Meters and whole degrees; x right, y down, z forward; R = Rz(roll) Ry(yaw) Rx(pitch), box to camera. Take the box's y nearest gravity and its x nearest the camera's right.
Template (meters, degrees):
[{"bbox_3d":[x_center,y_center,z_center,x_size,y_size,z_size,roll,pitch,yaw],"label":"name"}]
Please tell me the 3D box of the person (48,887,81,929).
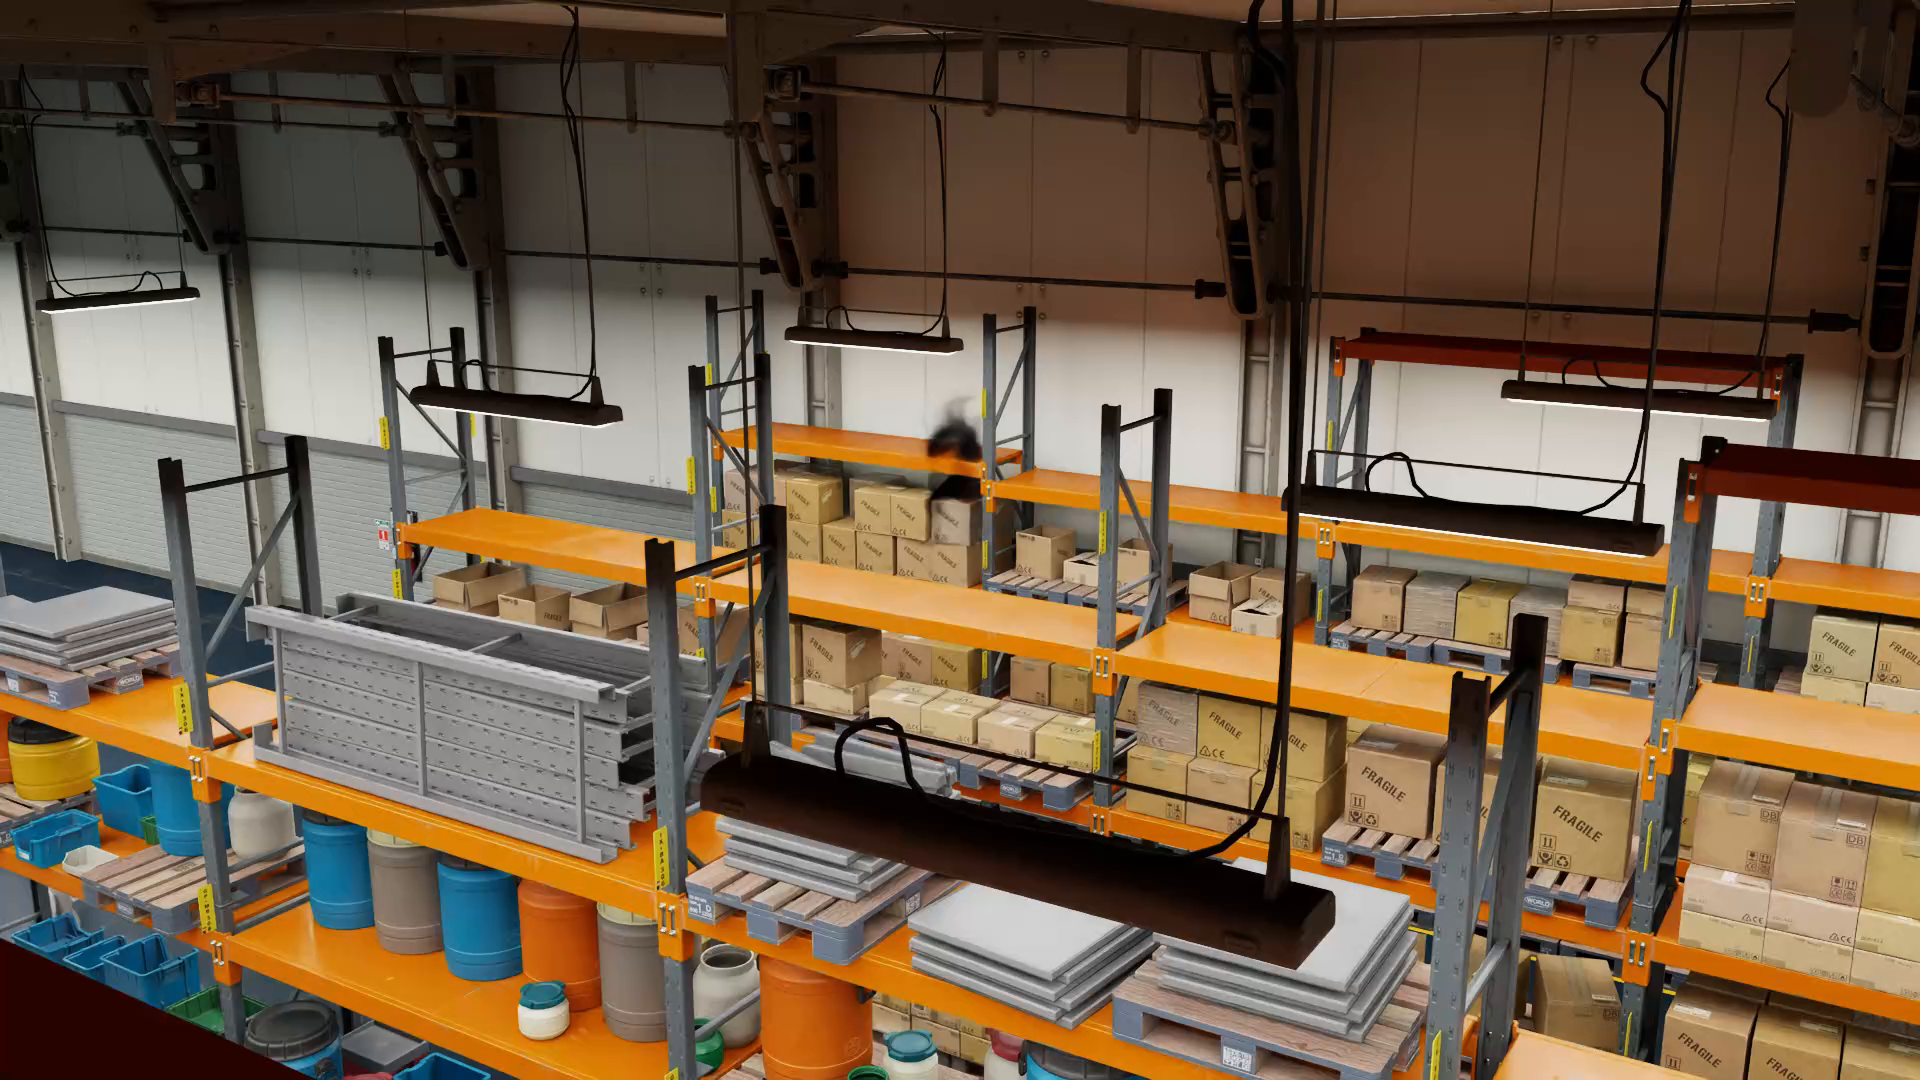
[{"bbox_3d":[-8.322,3.626,15.402,0.606,1.527,0.583,-1,14,-3],"label":"person"}]
